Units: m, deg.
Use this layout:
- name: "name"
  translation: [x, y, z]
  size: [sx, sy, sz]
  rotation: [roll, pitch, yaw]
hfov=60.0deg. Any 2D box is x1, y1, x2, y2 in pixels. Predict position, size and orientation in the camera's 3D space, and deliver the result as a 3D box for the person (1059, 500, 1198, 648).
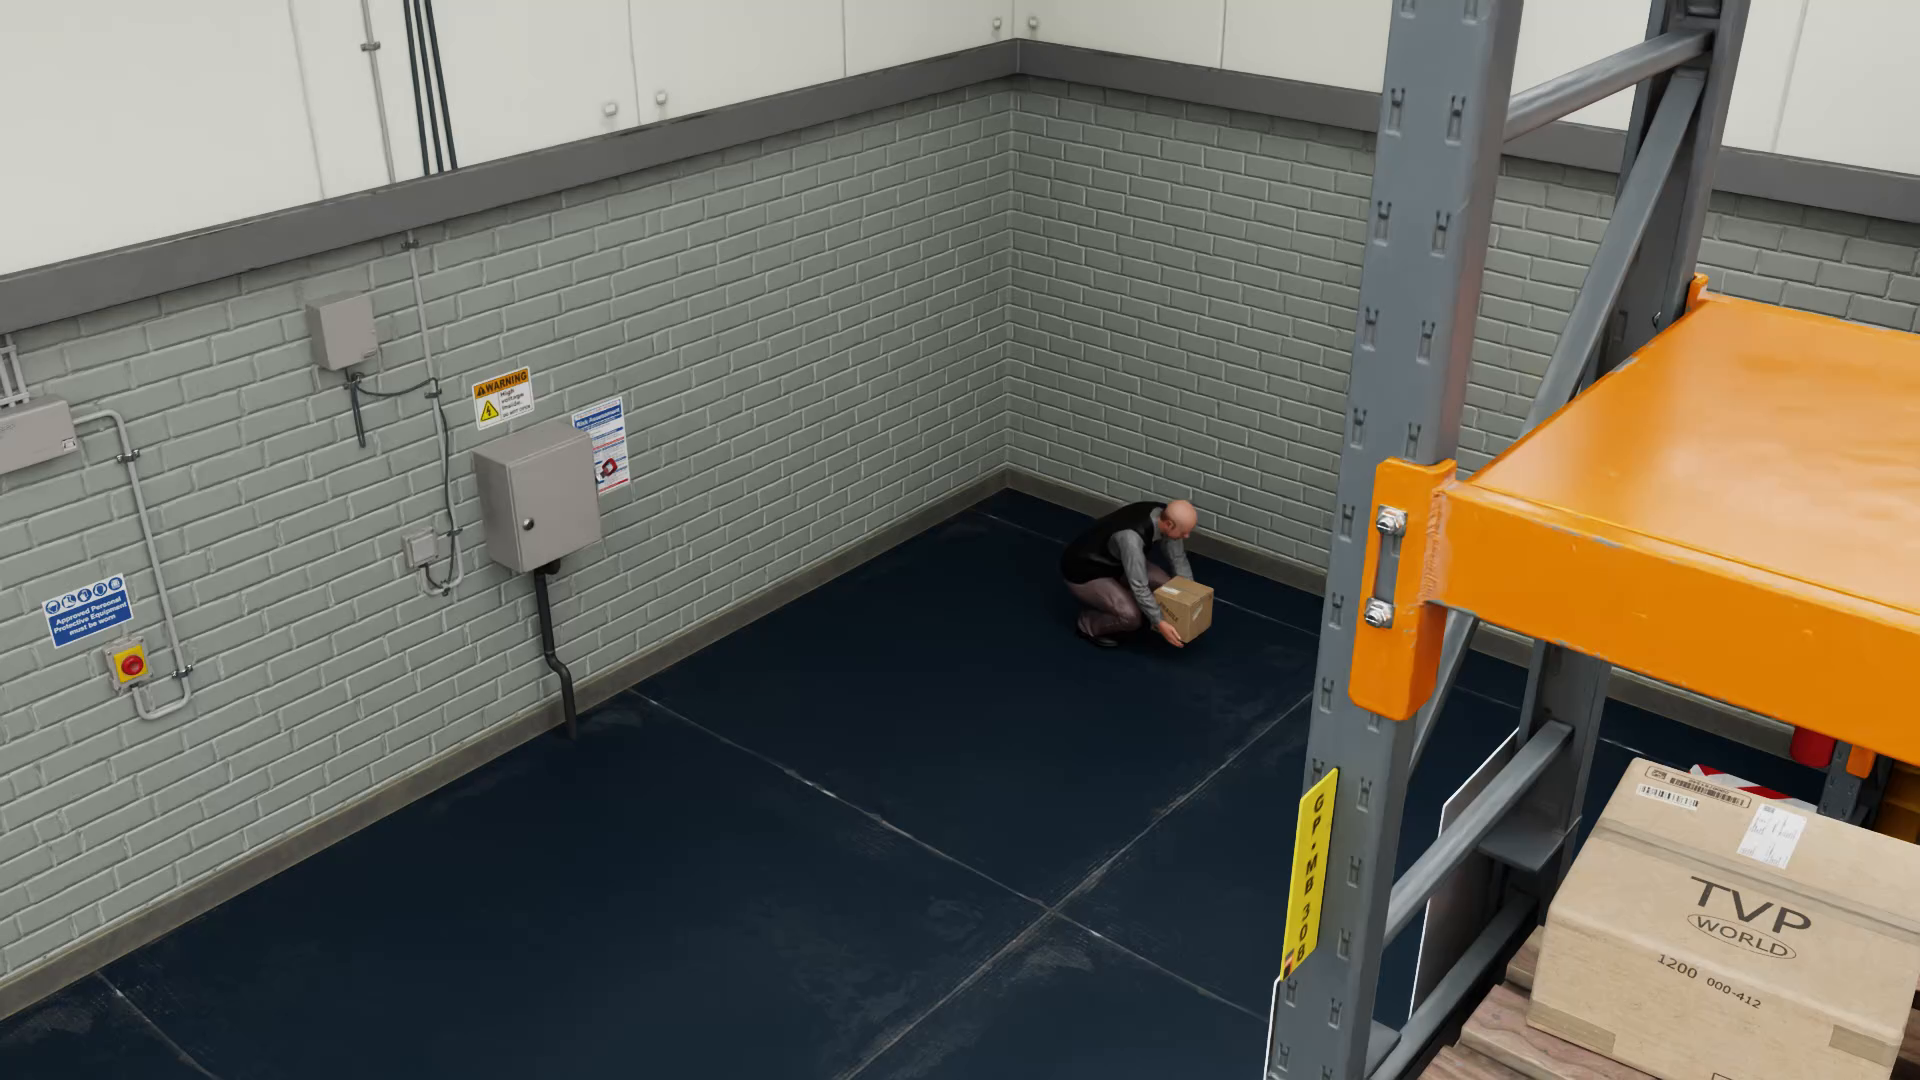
- name: "person"
  translation: [1.010, 0.160, 9.606]
  size: [0.869, 0.956, 0.530]
  rotation: [21, 34, 35]
